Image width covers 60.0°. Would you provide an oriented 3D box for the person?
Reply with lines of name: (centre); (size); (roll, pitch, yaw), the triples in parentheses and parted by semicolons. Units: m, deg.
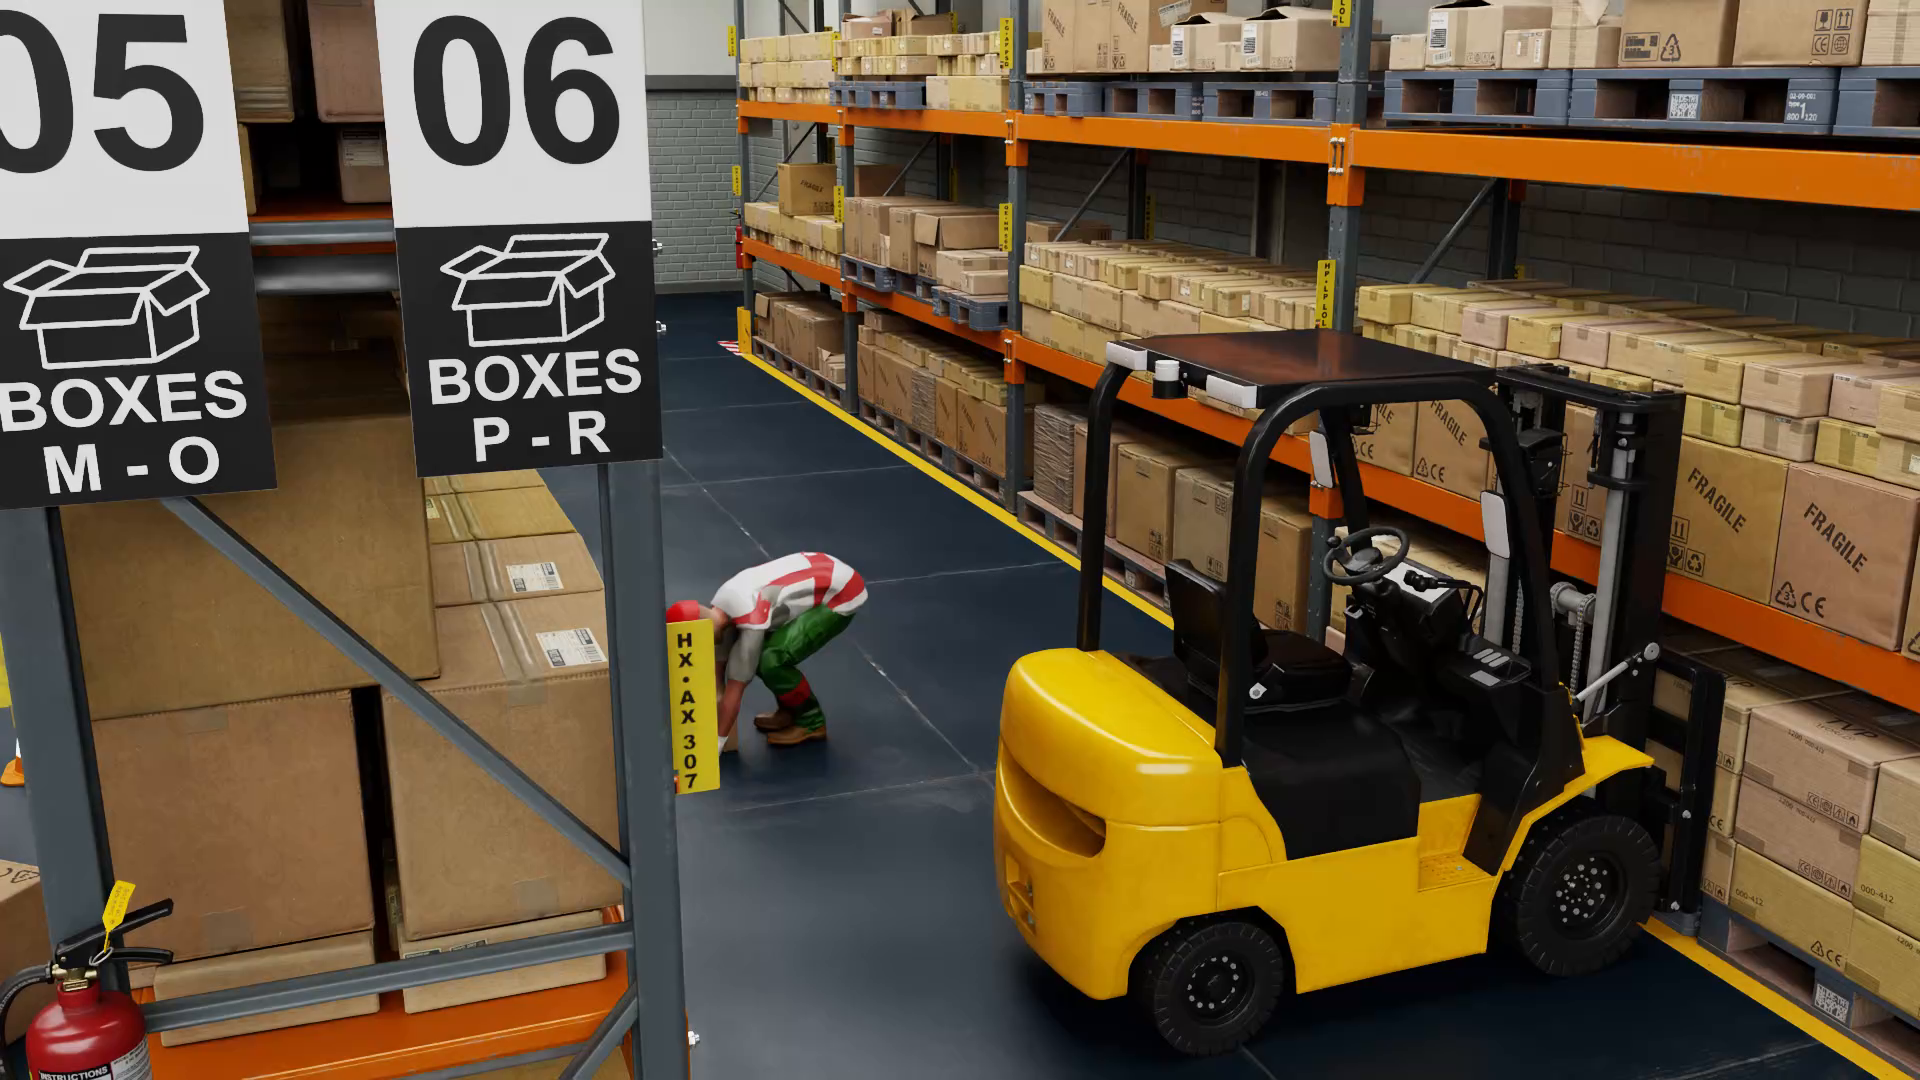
person: (-0.910, 0.530, 7.821); (0.961, 0.893, 0.521); (-6, 17, -22)
